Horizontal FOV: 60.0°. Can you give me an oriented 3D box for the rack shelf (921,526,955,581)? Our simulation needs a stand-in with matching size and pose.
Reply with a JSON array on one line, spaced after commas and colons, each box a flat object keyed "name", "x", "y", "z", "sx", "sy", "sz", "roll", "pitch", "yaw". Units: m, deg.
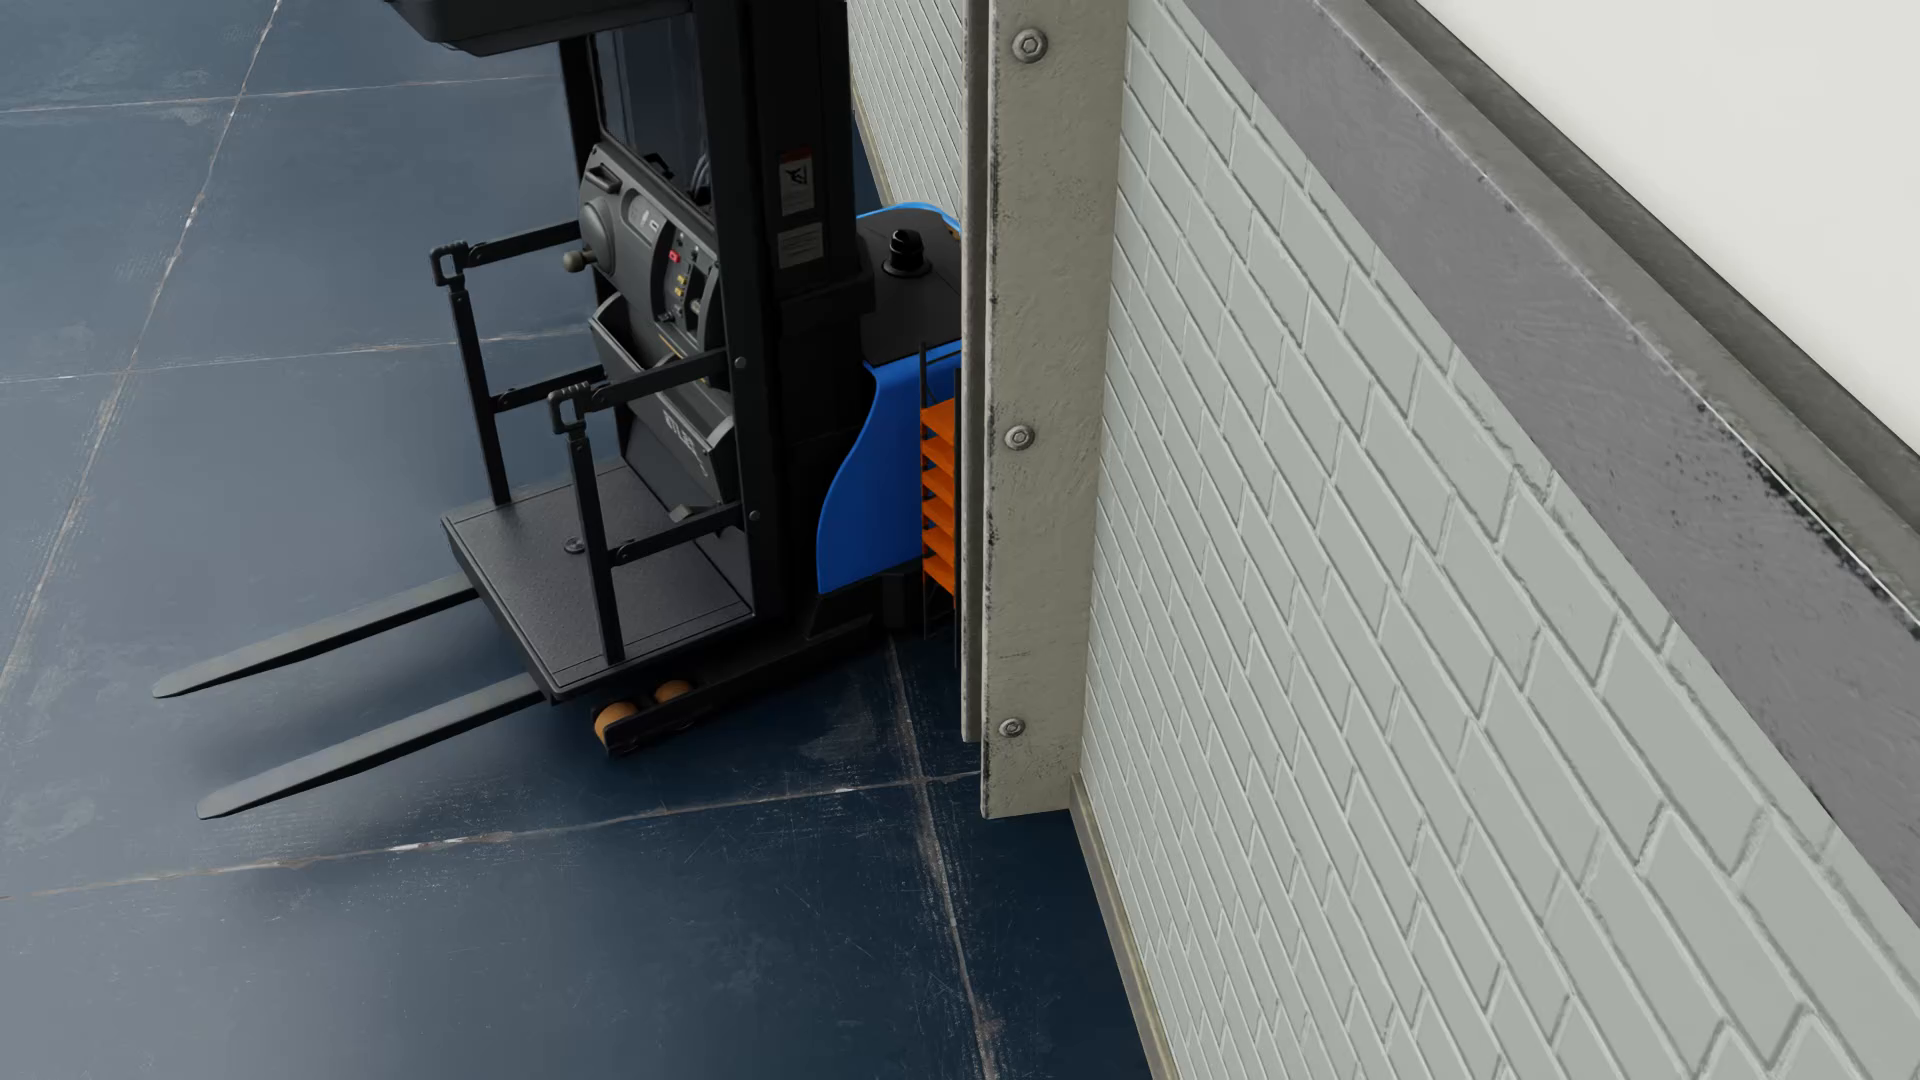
[{"name": "rack shelf", "x": 0.028, "y": 0.007, "z": 5.531, "sx": 0.258, "sy": 0.103, "sz": 0.180, "roll": -24, "pitch": 44, "yaw": -28}]

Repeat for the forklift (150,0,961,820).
[{"name": "forklift", "x": -1.119, "y": -0.842, "z": 4.945, "sx": 3.031, "sy": 2.935, "sz": 1.130, "roll": -21, "pitch": 43, "yaw": -25}]

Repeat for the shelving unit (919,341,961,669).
[{"name": "shelving unit", "x": 0.028, "y": -0.123, "z": 5.430, "sx": 0.258, "sy": 1.200, "sz": 0.189, "roll": -24, "pitch": 44, "yaw": -28}]

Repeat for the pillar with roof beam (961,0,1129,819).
[{"name": "pillar with roof beam", "x": -4.049, "y": -2.364, "z": 1.957, "sx": 9.100, "sy": 9.000, "sz": 0.400, "roll": -6, "pitch": 38, "yaw": -8}]

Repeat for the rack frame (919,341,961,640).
[{"name": "rack frame", "x": -0.026, "y": -0.169, "z": 5.489, "sx": 0.240, "sy": 1.200, "sz": 0.006, "roll": -24, "pitch": 44, "yaw": -28}]

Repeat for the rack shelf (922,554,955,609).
[{"name": "rack shelf", "x": 0.028, "y": 0.102, "z": 5.605, "sx": 0.258, "sy": 0.103, "sz": 0.180, "roll": -24, "pitch": 44, "yaw": -28}]

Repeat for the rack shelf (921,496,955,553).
[{"name": "rack shelf", "x": 0.028, "y": -0.088, "z": 5.458, "sx": 0.258, "sy": 0.103, "sz": 0.180, "roll": -24, "pitch": 44, "yaw": -28}]

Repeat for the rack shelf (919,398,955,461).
[{"name": "rack shelf", "x": 0.028, "y": -0.372, "z": 5.237, "sx": 0.258, "sy": 0.103, "sz": 0.180, "roll": -24, "pitch": 44, "yaw": -28}]

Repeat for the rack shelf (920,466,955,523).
[{"name": "rack shelf", "x": 0.028, "y": -0.183, "z": 5.384, "sx": 0.258, "sy": 0.103, "sz": 0.180, "roll": -24, "pitch": 44, "yaw": -28}]

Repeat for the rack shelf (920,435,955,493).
[{"name": "rack shelf", "x": 0.028, "y": -0.277, "z": 5.310, "sx": 0.258, "sy": 0.103, "sz": 0.180, "roll": -24, "pitch": 44, "yaw": -28}]

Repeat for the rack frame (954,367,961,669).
[{"name": "rack frame", "x": 0.082, "y": -0.077, "z": 5.372, "sx": 0.240, "sy": 1.200, "sz": 0.006, "roll": -24, "pitch": 44, "yaw": -28}]
